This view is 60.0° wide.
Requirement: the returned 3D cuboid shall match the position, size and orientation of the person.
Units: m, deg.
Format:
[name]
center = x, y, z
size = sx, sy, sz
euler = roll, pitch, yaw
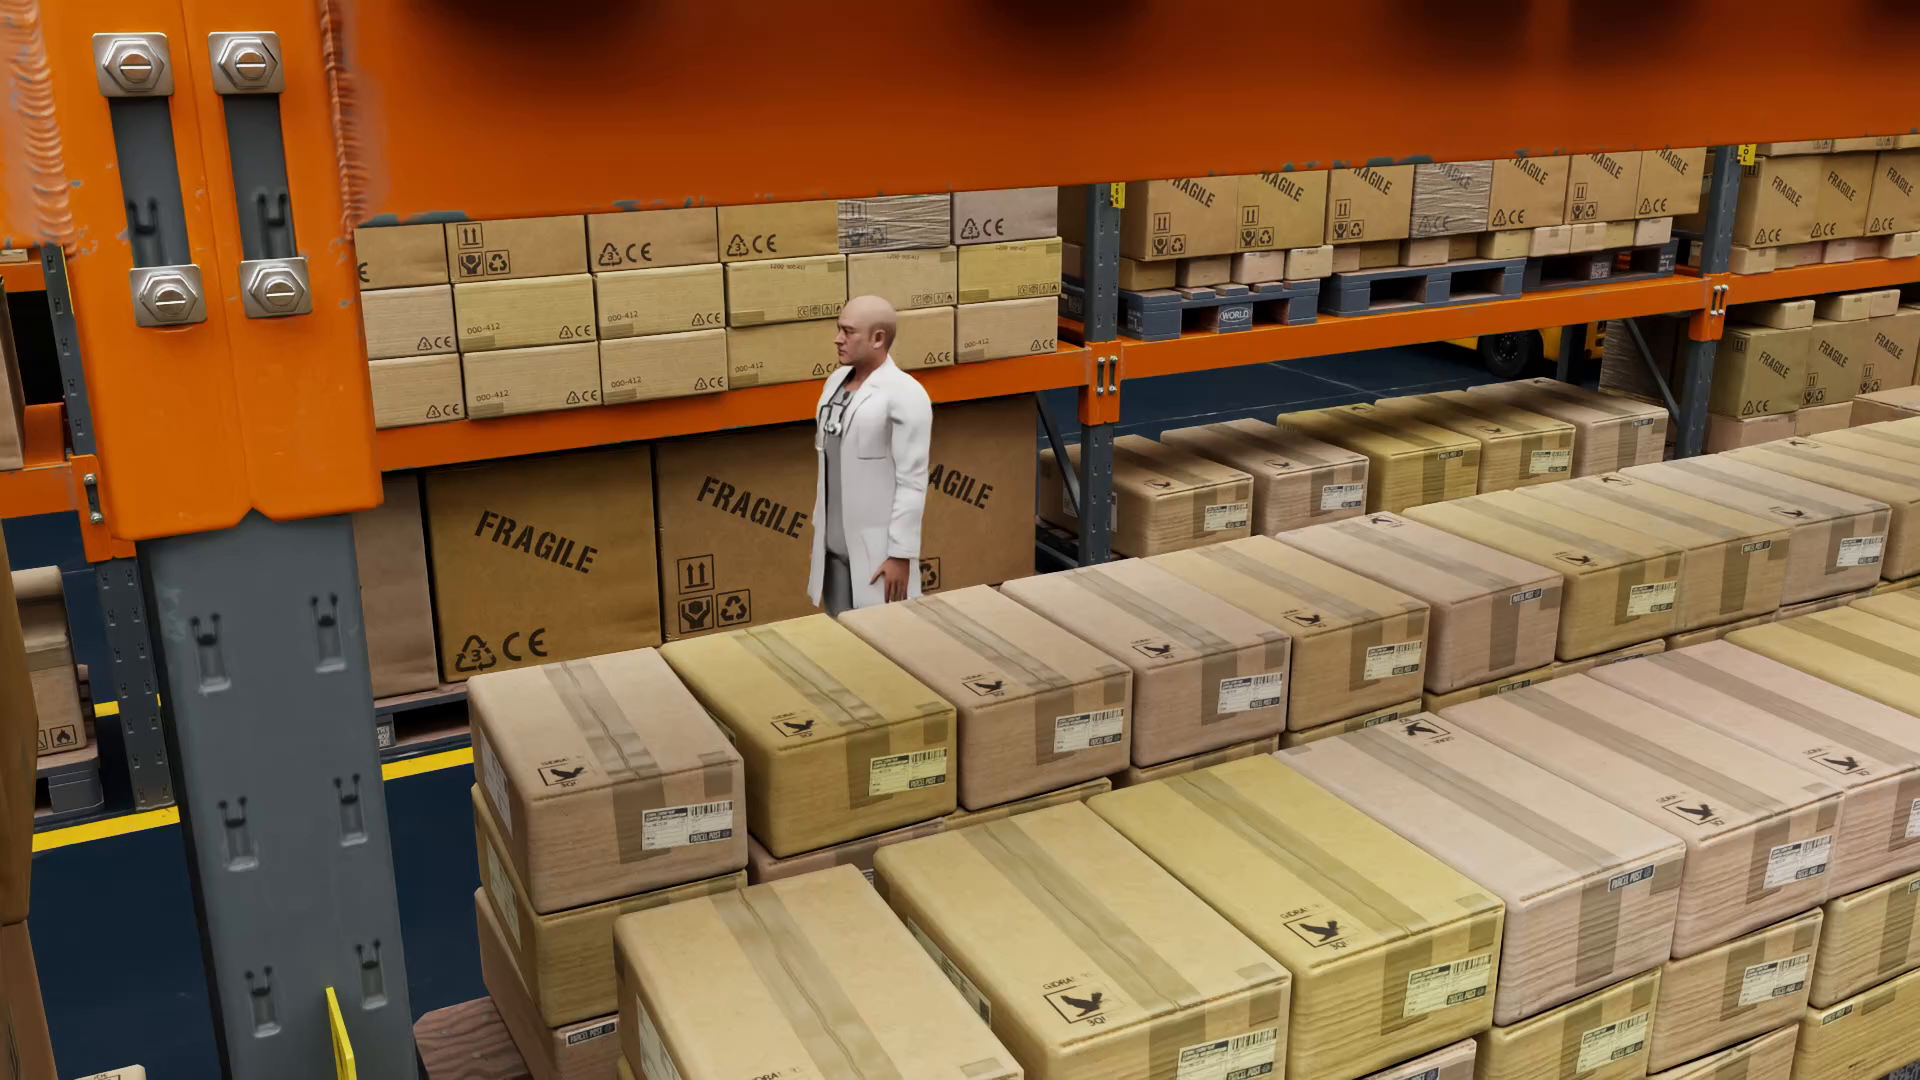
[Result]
[person]
center = -0.361, 0.026, 5.947
size = 0.390, 1.787, 0.603
euler = -15, 24, -39
